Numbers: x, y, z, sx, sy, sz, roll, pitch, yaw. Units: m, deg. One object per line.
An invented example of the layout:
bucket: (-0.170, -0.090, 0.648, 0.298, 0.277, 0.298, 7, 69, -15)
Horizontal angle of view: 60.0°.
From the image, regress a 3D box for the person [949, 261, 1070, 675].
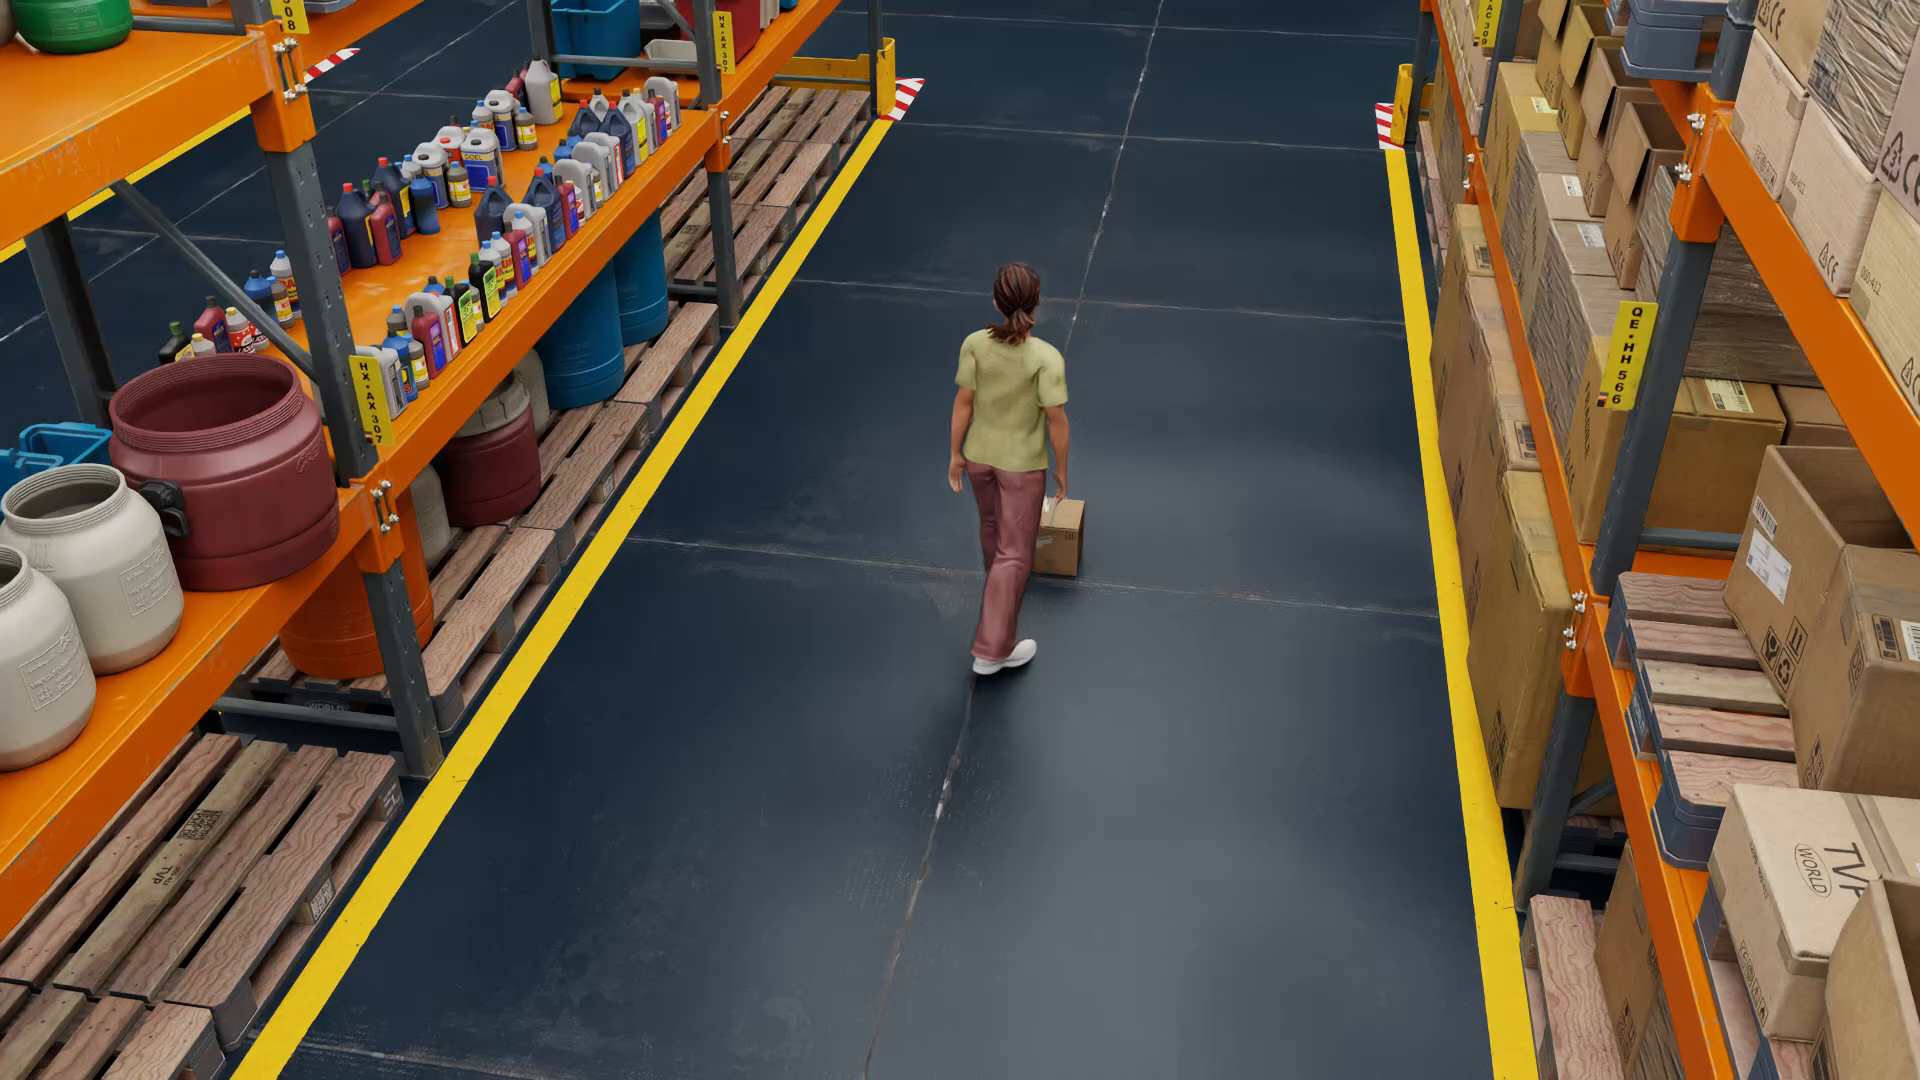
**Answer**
person: (0.225, -0.317, 6.627, 0.468, 1.651, 0.803, 16, 36, 24)
